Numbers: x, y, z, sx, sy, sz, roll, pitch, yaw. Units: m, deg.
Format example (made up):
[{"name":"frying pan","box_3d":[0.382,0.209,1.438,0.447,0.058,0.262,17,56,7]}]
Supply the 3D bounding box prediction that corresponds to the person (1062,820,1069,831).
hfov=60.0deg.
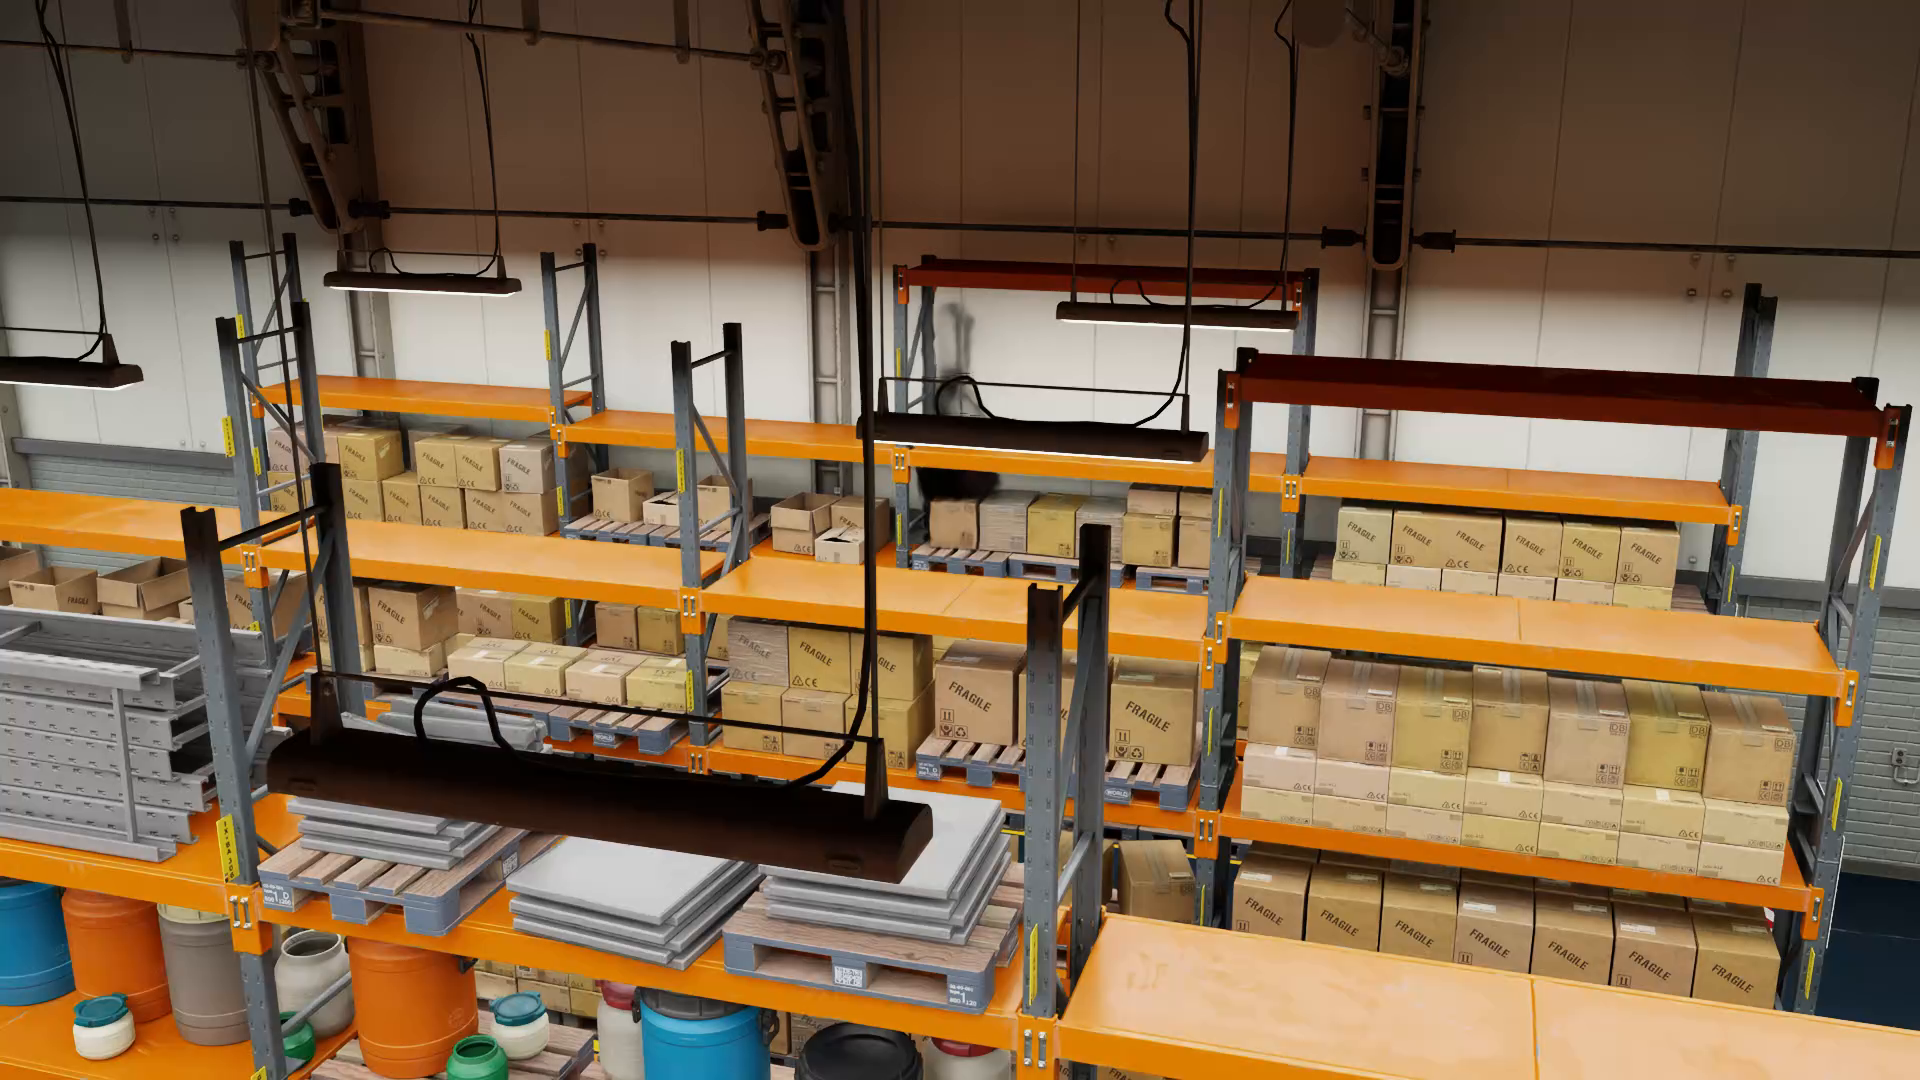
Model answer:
[{"name":"person","box_3d":[0.820,3.210,14.687,0.573,1.621,0.560,4,17,15]}]
